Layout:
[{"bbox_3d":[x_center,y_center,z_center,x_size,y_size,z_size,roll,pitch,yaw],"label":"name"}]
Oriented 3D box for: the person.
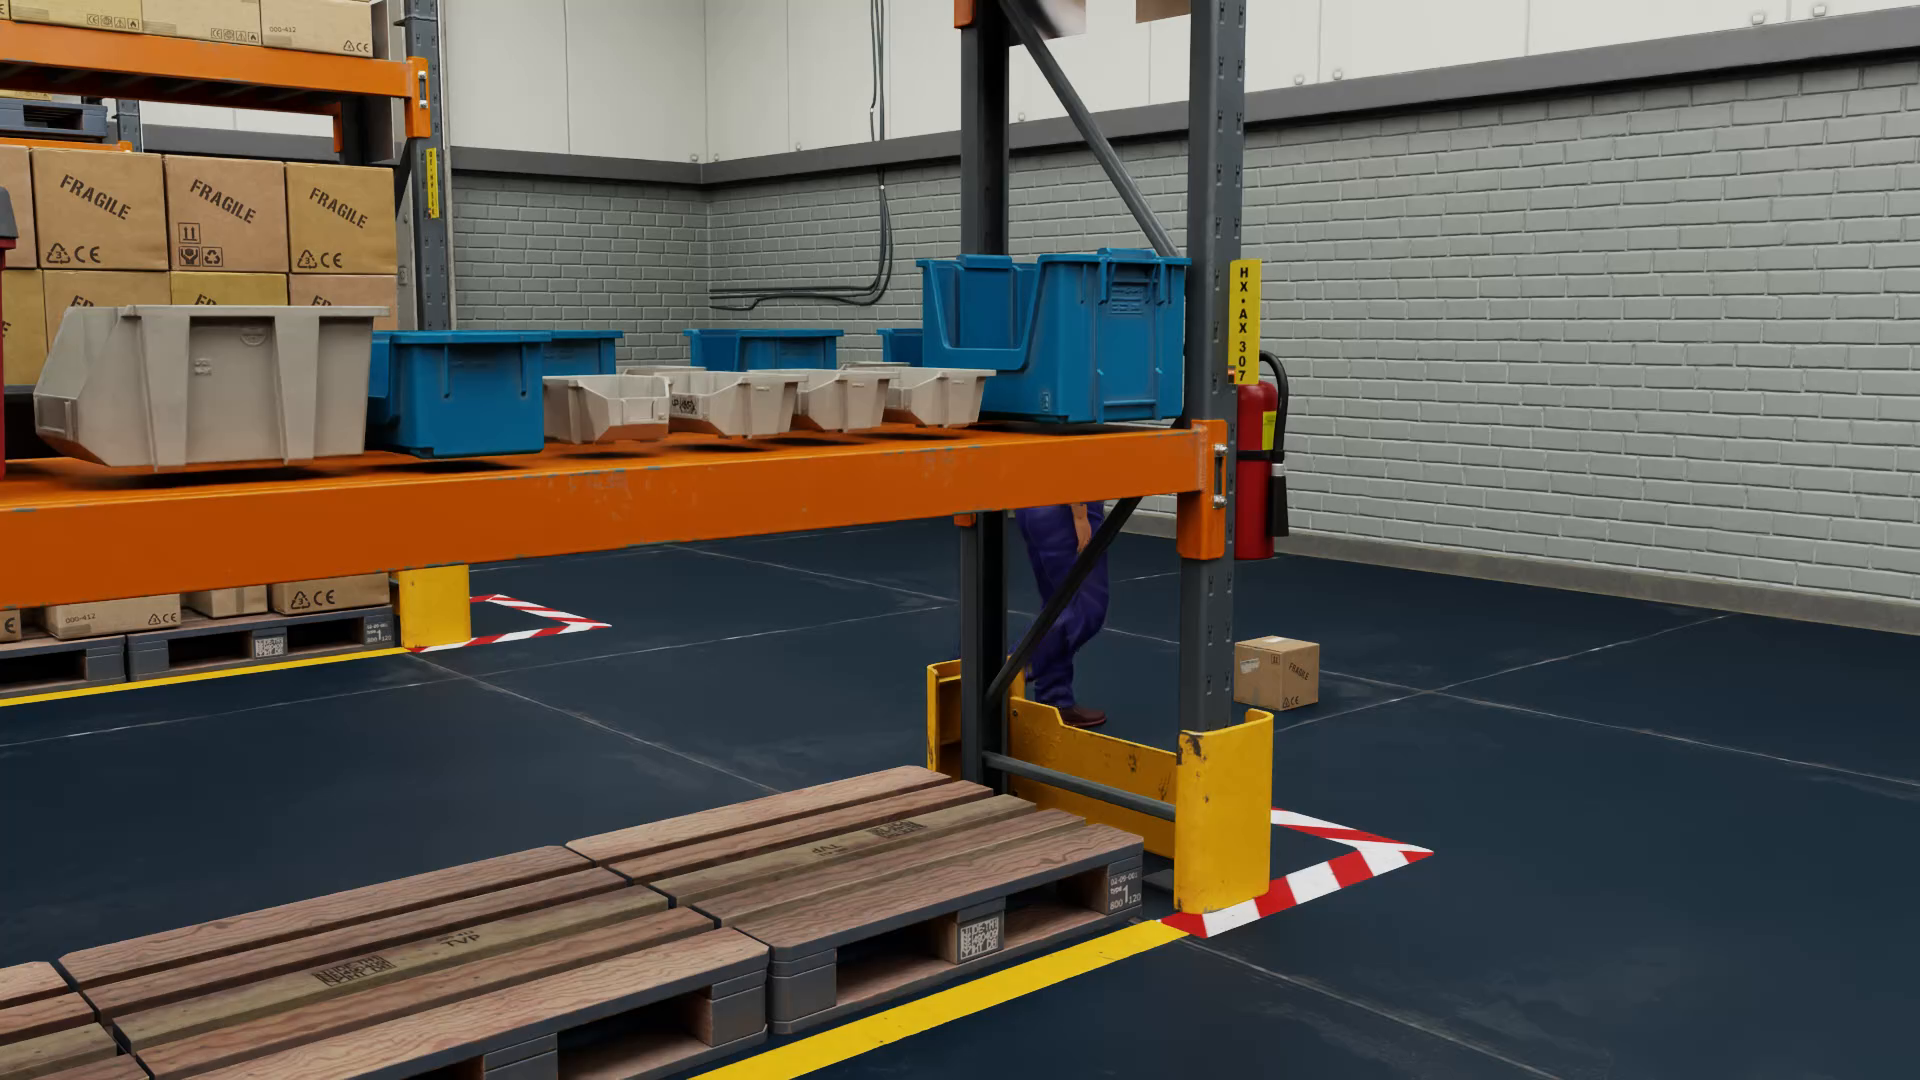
[{"bbox_3d":[0.322,-0.073,6.374,0.557,1.646,0.553,-1,8,-9],"label":"person"}]
